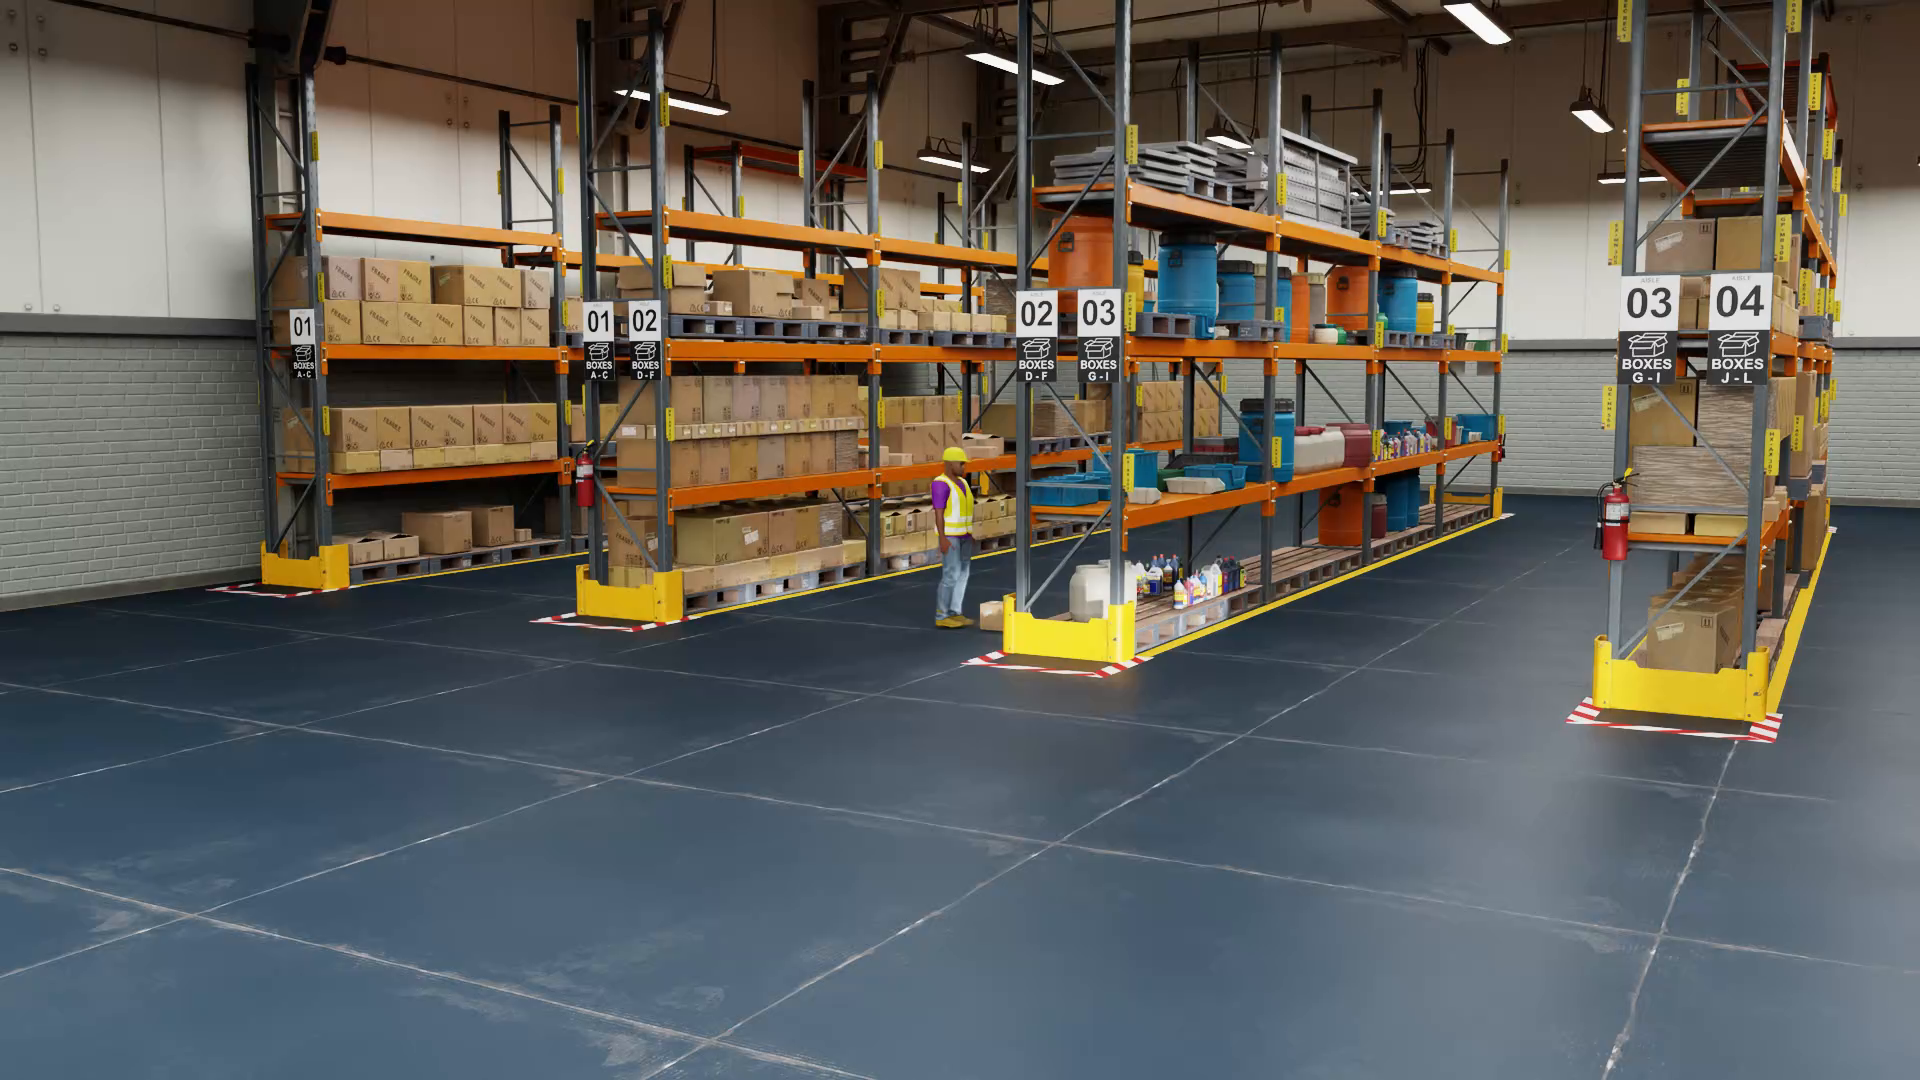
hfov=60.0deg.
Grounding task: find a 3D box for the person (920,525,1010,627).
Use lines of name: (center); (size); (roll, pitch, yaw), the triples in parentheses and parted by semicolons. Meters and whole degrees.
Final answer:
person: (0.072, 0.342, 16.386); (0.888, 1.016, 0.589); (3, 7, 28)
